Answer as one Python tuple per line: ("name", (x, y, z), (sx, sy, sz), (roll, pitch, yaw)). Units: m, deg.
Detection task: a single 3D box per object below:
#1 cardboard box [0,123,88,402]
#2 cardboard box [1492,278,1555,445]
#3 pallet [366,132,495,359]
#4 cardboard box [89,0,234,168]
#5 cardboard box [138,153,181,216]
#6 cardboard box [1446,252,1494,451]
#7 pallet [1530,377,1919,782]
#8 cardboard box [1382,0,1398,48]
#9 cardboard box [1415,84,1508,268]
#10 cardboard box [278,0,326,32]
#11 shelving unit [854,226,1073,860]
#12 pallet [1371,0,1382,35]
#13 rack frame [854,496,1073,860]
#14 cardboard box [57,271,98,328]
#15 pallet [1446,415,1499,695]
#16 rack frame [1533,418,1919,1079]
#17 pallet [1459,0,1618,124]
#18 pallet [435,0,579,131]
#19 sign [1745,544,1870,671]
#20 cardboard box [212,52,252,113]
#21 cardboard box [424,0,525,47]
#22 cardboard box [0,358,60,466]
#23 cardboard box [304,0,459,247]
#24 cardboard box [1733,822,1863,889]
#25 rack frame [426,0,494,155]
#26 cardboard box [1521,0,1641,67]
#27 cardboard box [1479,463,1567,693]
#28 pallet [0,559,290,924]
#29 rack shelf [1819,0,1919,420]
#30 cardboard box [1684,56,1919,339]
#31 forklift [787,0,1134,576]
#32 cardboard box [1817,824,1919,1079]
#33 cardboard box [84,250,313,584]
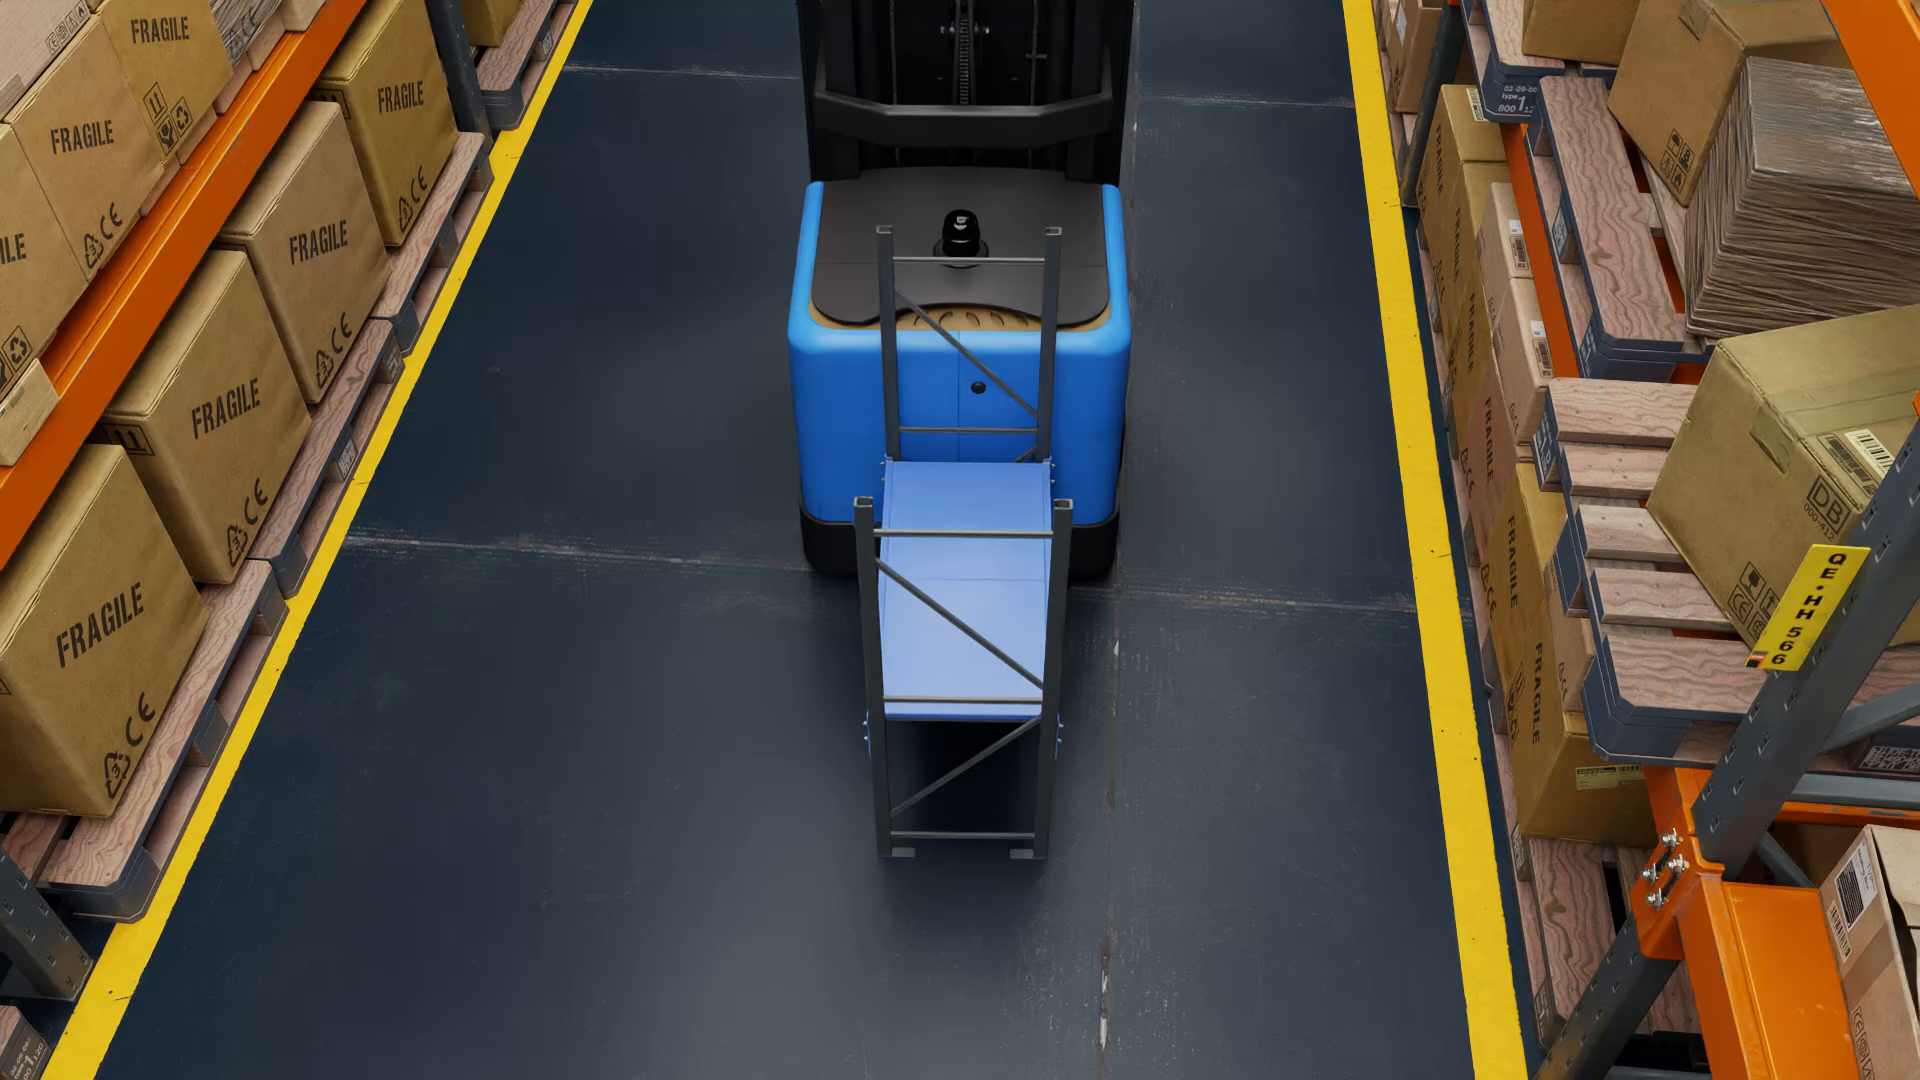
("cardboard box", (-2.572, -0.680, 4.056), (0.500, 0.500, 0.500), (5, 48, 5))
("cardboard box", (1.947, -0.539, 5.098), (0.500, 0.250, 0.500), (3, 48, 3))
("pallet", (-2.559, -1.241, 6.742), (1.003, 0.211, 1.213), (4, 48, 4))
("cardboard box", (-2.486, -1.428, 4.740), (0.500, 0.500, 0.500), (5, 48, 5))
("cardboard box", (-2.538, -1.091, 4.872), (0.380, 0.149, 0.250), (4, 48, 4))
("cardboard box", (1.993, -0.630, 5.690), (0.500, 0.500, 0.500), (4, 48, 4))
("pallet", (1.997, 0.077, 3.777), (1.213, 0.211, 1.003), (4, 48, 4))
("cardboard box", (2.114, -2.328, 7.480), (0.380, 0.149, 0.250), (4, 48, 4))
("cardboard box", (2.083, -1.390, 6.384), (0.500, 0.500, 0.500), (2, 48, 2))
("cardboard box", (-2.346, -1.837, 5.554), (0.380, 0.149, 0.250), (4, 48, 4))
("shelving unit", (0.016, 0.046, 4.692), (0.538, 1.500, 1.048), (1, 48, 1))
("pallet", (2.542, -2.886, 8.247), (1.003, 0.211, 1.213), (4, 48, 4))
("rack frame", (0.008, 0.421, 4.349), (0.500, 1.500, 0.032), (1, 48, 1))
("cardboard box", (-2.612, -0.722, 4.534), (0.380, 0.149, 0.250), (5, 48, 4))
("pallet", (2.225, 0.016, 5.592), (1.003, 0.211, 1.213), (4, 48, 4))
("rack frame", (2.002, 0.515, 3.246), (0.949, 2.616, 0.053), (4, 48, 4))
("pallet", (2.188, -1.779, 5.475), (1.003, 0.211, 1.213), (4, 48, 4))
("pallet", (-2.416, -2.367, 7.772), (1.003, 0.211, 1.213), (4, 48, 4))
("sign", (1.464, 0.122, 2.875), (0.100, 0.325, 0.005), (4, 48, 4))
("cardboard box", (-2.472, -1.478, 5.226), (0.380, 0.149, 0.250), (3, 48, 2))
("cardboard box", (-2.393, -2.595, 7.500), (0.700, 0.500, 0.500), (4, 48, 4))
("cardboard box", (-2.527, -0.338, 4.183), (0.380, 0.149, 0.250), (5, 48, 5))
("cardboard box", (-2.493, -1.684, 6.430), (0.750, 0.750, 0.750), (4, 48, 4))
("cardboard box", (2.331, 0.895, 4.294), (0.500, 0.500, 0.500), (6, 48, 5))
("rack frame", (-2.564, -2.754, 6.237), (1.000, 3.000, 0.127), (4, 48, 4))
("cardboard box", (2.104, -1.757, 4.972), (0.700, 0.500, 0.500), (11, 48, 10))
("cardboard box", (1.904, 0.127, 4.997), (0.500, 0.500, 0.500), (2, 48, 2))
("pallet", (-2.781, 0.552, 5.102), (1.003, 0.211, 1.213), (4, 48, 4))
("rack shelf", (2.188, -1.724, 3.749), (1.077, 0.370, 4.000), (4, 48, 4))
("cardboard box", (2.224, -0.790, 4.087), (0.700, 0.500, 0.500), (12, 49, 11))
("forklift", (0.022, -1.942, 5.540), (1.130, 2.935, 3.031), (1, 48, 1))
("cardboard box", (1.929, 0.810, 3.037), (0.500, 0.311, 0.500), (7, 48, 6))
("cardboard box", (-2.644, -0.406, 5.261), (0.750, 0.750, 0.750), (4, 48, 3))
